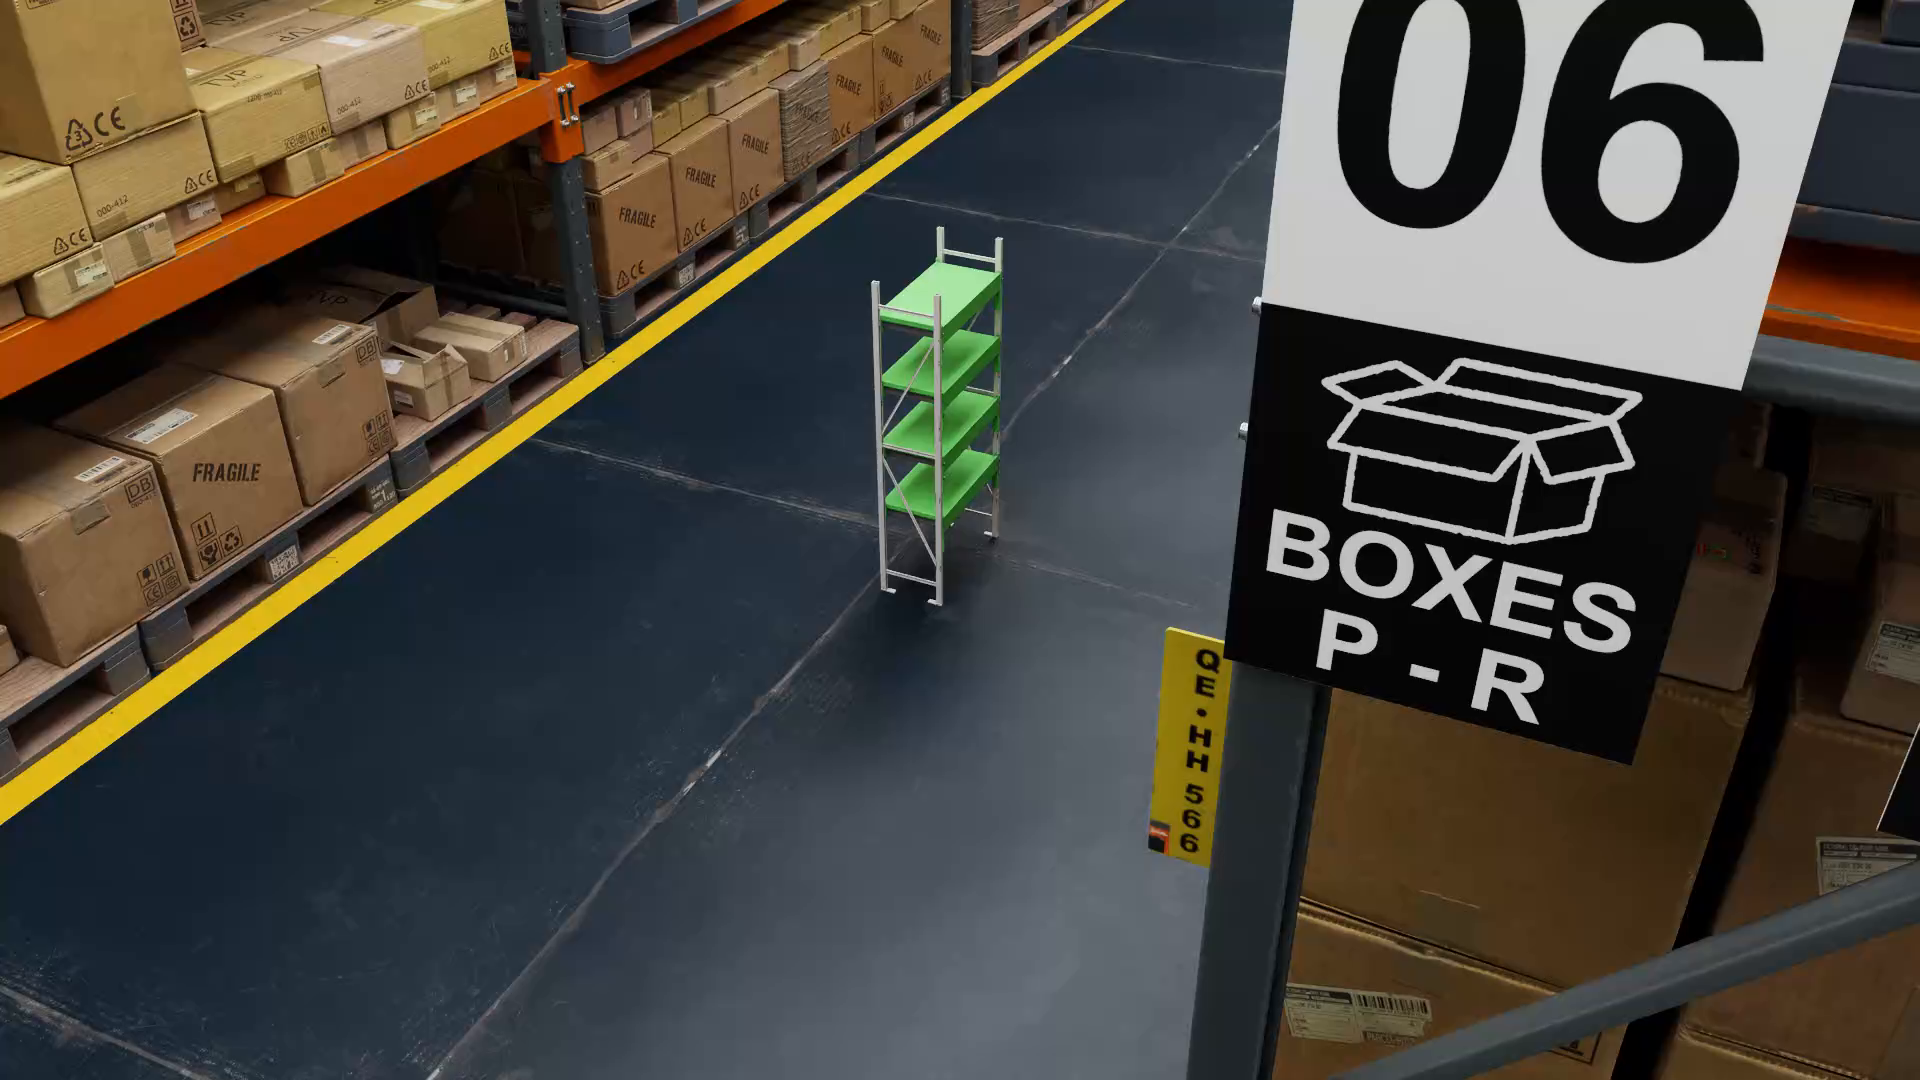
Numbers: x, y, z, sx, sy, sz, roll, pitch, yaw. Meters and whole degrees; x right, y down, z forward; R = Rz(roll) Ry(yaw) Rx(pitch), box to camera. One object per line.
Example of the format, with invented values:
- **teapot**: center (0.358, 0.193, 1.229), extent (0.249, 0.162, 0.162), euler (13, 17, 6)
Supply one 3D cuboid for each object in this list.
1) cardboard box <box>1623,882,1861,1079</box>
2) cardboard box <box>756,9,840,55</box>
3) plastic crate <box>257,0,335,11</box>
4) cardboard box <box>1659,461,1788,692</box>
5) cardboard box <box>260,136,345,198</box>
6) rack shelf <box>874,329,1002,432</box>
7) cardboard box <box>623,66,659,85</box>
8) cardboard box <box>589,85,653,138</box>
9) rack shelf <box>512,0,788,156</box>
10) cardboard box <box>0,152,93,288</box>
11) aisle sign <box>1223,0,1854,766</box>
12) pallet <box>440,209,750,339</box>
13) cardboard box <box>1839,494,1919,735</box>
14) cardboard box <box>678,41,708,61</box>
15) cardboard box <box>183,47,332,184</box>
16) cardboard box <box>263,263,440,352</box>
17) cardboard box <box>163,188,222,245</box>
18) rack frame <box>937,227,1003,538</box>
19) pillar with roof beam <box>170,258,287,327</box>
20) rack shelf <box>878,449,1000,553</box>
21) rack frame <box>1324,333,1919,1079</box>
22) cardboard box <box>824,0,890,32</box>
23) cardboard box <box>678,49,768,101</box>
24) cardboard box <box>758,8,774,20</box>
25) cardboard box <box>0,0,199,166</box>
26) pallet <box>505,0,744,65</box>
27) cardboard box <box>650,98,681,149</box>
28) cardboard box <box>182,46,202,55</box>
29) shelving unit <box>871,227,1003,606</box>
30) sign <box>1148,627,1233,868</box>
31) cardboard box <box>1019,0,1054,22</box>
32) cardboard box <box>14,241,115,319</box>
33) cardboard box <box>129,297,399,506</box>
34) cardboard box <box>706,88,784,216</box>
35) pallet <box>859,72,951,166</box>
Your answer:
- **cardboard box**: center (1.218, 0.742, 2.292), extent (0.500, 0.500, 0.500), euler (14, 36, 20)
- **cardboard box**: center (-0.875, -2.752, 9.017), extent (0.380, 0.149, 0.250), euler (14, 36, 20)
- **plastic crate**: center (-2.532, -2.049, 6.505), extent (0.505, 0.250, 0.505), euler (14, 36, 20)
- **cardboard box**: center (0.725, 0.001, 1.918), extent (0.380, 0.149, 0.250), euler (15, 36, 21)
- **cardboard box**: center (-2.376, -1.323, 5.761), extent (0.380, 0.149, 0.250), euler (14, 36, 20)
- **rack shelf**: center (-0.069, -0.567, 5.699), extent (0.258, 0.148, 0.480), euler (14, 36, 20)
- **cardboard box**: center (-1.742, -2.337, 8.383), extent (0.380, 0.149, 0.250), euler (15, 36, 22)
- **cardboard box**: center (-1.623, -1.956, 7.532), extent (0.380, 0.149, 0.250), euler (12, 35, 18)
- **rack shelf**: center (-1.243, -2.867, 8.544), extent (1.077, 0.370, 4.000), euler (14, 36, 20)
- **cardboard box**: center (-2.899, -0.910, 4.768), extent (0.500, 0.250, 0.500), euler (13, 36, 20)
- **aisle sign**: center (0.445, -0.166, 1.396), extent (0.394, 0.787, 0.004), euler (14, 36, 20)
- **pallet**: center (-1.774, -1.420, 8.223), extent (1.003, 0.211, 1.213), euler (14, 36, 20)
- **cardboard box**: center (1.156, 0.112, 1.749), extent (0.380, 0.149, 0.250), euler (15, 36, 21)
- **cardboard box**: center (-1.552, -2.597, 8.780), extent (0.380, 0.149, 0.250), euler (13, 35, 19)
- **cardboard box**: center (-2.488, -1.426, 5.555), extent (0.500, 0.250, 0.500), euler (14, 36, 20)
- **cardboard box**: center (-2.571, -0.949, 7.030), extent (0.500, 0.311, 0.500), euler (15, 36, 22)
- **cardboard box**: center (-2.646, -1.086, 5.400), extent (0.380, 0.149, 0.250), euler (14, 36, 20)
- **rack frame**: center (0.033, -0.541, 5.981), extent (0.240, 1.200, 0.015), euler (14, 36, 20)
- **pillar with roof beam**: center (0.720, -3.553, 3.463), extent (9.100, 9.000, 0.400), euler (14, 36, 20)
- **rack shelf**: center (-0.069, -0.165, 5.962), extent (0.258, 0.148, 0.480), euler (14, 36, 20)
- **rack frame**: center (0.753, 0.956, 2.056), extent (0.949, 2.616, 0.053), euler (14, 36, 20)
- **cardboard box**: center (-0.619, -2.998, 9.391), extent (0.380, 0.149, 0.250), euler (13, 35, 19)
- **cardboard box**: center (-1.199, -2.356, 8.413), extent (0.380, 0.149, 0.250), euler (15, 36, 22)
- **cardboard box**: center (-1.273, -2.995, 9.387), extent (0.380, 0.149, 0.250), euler (13, 35, 18)
- **cardboard box**: center (-2.692, -1.467, 4.933), extent (0.500, 0.500, 0.500), euler (15, 36, 22)
- **pallet**: center (-1.646, -2.465, 7.449), extent (1.003, 0.211, 1.213), euler (14, 36, 20)
- **cardboard box**: center (-1.546, -1.978, 7.835), extent (0.380, 0.149, 0.250), euler (12, 35, 18)
- **cardboard box**: center (-2.954, -1.541, 5.731), extent (0.500, 0.250, 0.500), euler (15, 36, 22)
- **shelving unit**: center (-0.069, -0.419, 5.795), extent (0.258, 1.200, 0.503), euler (14, 36, 20)
- **sign**: center (0.269, 0.242, 1.873), extent (0.100, 0.325, 0.005), euler (14, 36, 20)
- **cardboard box**: center (0.133, -3.982, 11.369), extent (0.875, 0.625, 0.625), euler (15, 36, 22)
- **cardboard box**: center (-2.783, -0.806, 4.973), extent (0.380, 0.149, 0.250), euler (13, 35, 19)
- **cardboard box**: center (-2.584, -0.527, 6.215), extent (0.700, 0.500, 0.500), euler (13, 35, 19)
- **cardboard box**: center (-1.247, -2.007, 8.472), extent (0.500, 0.500, 0.500), euler (13, 35, 19)
- **pallet**: center (-0.753, -2.635, 10.076), extent (1.003, 0.211, 1.213), euler (14, 36, 20)
